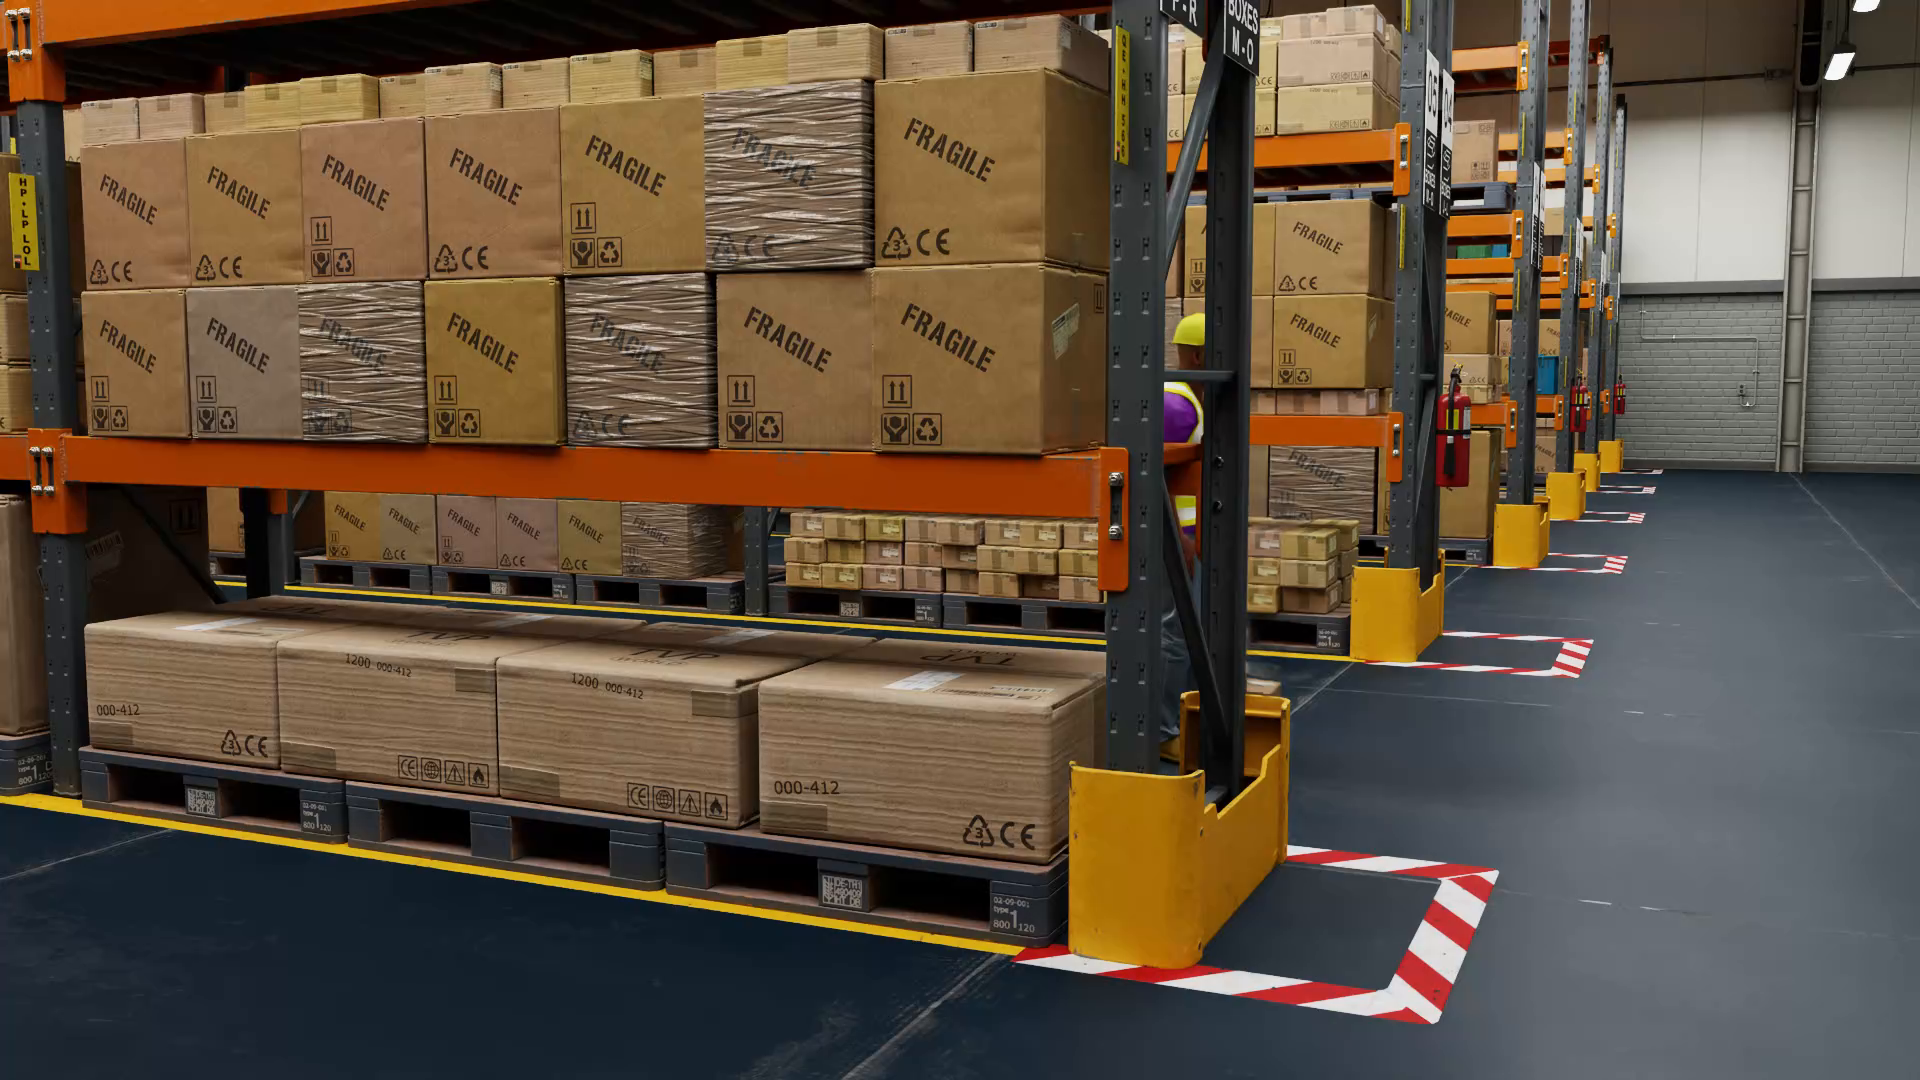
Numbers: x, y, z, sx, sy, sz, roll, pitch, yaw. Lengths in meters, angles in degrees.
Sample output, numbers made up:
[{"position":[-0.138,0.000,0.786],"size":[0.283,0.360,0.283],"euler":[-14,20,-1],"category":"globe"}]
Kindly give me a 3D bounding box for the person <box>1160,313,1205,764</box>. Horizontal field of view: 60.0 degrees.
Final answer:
[{"position":[0.904,-0.021,6.664],"size":[0.449,1.762,0.607],"euler":[2,6,22],"category":"person"}]
